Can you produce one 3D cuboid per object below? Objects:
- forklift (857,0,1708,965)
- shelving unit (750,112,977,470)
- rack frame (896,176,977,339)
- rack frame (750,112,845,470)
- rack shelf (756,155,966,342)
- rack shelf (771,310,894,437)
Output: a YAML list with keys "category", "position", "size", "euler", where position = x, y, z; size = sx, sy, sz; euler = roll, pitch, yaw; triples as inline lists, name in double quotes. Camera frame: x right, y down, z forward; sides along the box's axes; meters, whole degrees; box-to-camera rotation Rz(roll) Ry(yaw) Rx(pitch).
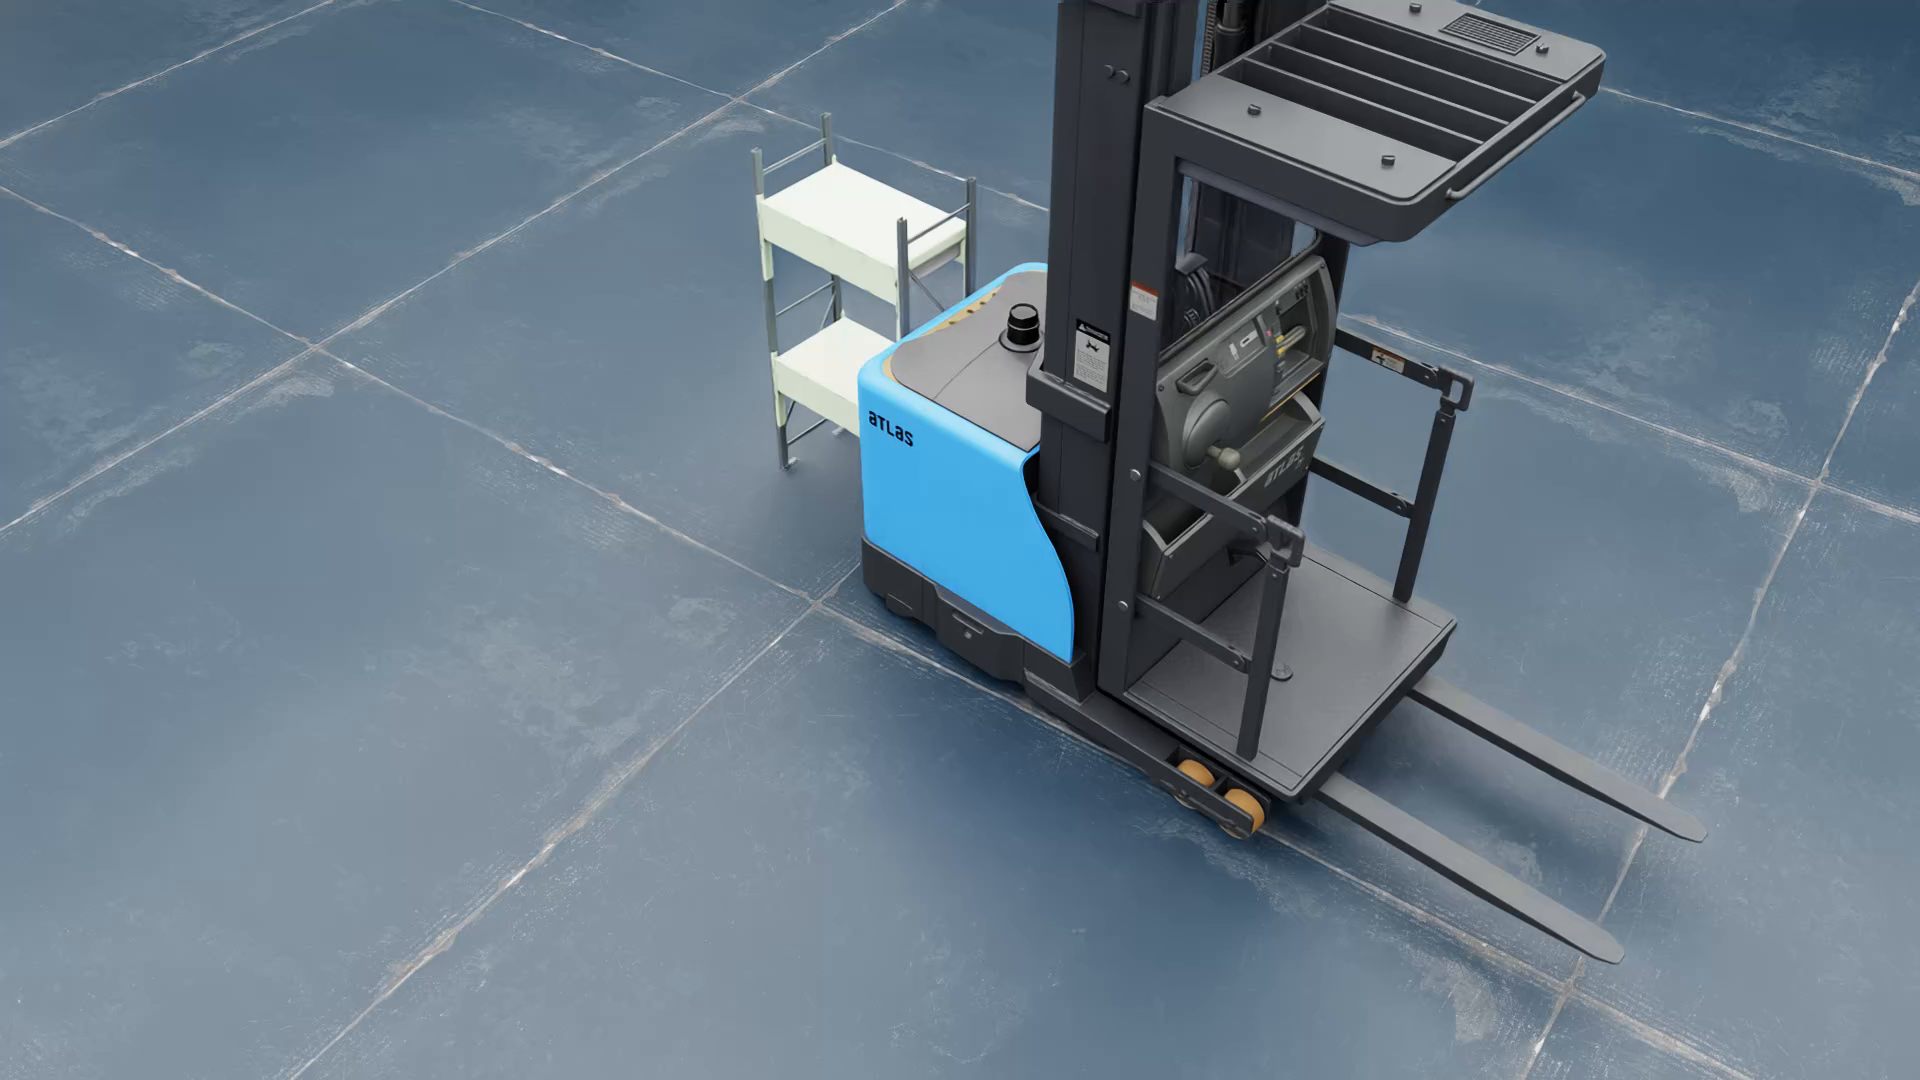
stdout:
- category: "forklift"
  position: [1.060, -0.486, 5.095]
  size: [3.031, 2.935, 1.130]
  euler: [30, 50, 30]
- category: "shelving unit"
  position: [-0.354, -0.801, 6.520]
  size: [0.755, 1.500, 0.431]
  euler: [30, 50, 30]
- category: "rack frame"
  position: [-0.080, -0.640, 6.340]
  size: [0.023, 1.500, 0.400]
  euler: [30, 50, 30]
- category: "rack frame"
  position: [-0.629, -0.962, 6.701]
  size: [0.023, 1.500, 0.400]
  euler: [30, 50, 30]
- category: "rack shelf"
  position: [-0.354, -1.092, 6.260]
  size: [0.720, 0.370, 0.431]
  euler: [30, 50, 30]
- category: "rack shelf"
  position: [-0.354, -0.558, 6.738]
  size: [0.720, 0.370, 0.431]
  euler: [30, 50, 30]
